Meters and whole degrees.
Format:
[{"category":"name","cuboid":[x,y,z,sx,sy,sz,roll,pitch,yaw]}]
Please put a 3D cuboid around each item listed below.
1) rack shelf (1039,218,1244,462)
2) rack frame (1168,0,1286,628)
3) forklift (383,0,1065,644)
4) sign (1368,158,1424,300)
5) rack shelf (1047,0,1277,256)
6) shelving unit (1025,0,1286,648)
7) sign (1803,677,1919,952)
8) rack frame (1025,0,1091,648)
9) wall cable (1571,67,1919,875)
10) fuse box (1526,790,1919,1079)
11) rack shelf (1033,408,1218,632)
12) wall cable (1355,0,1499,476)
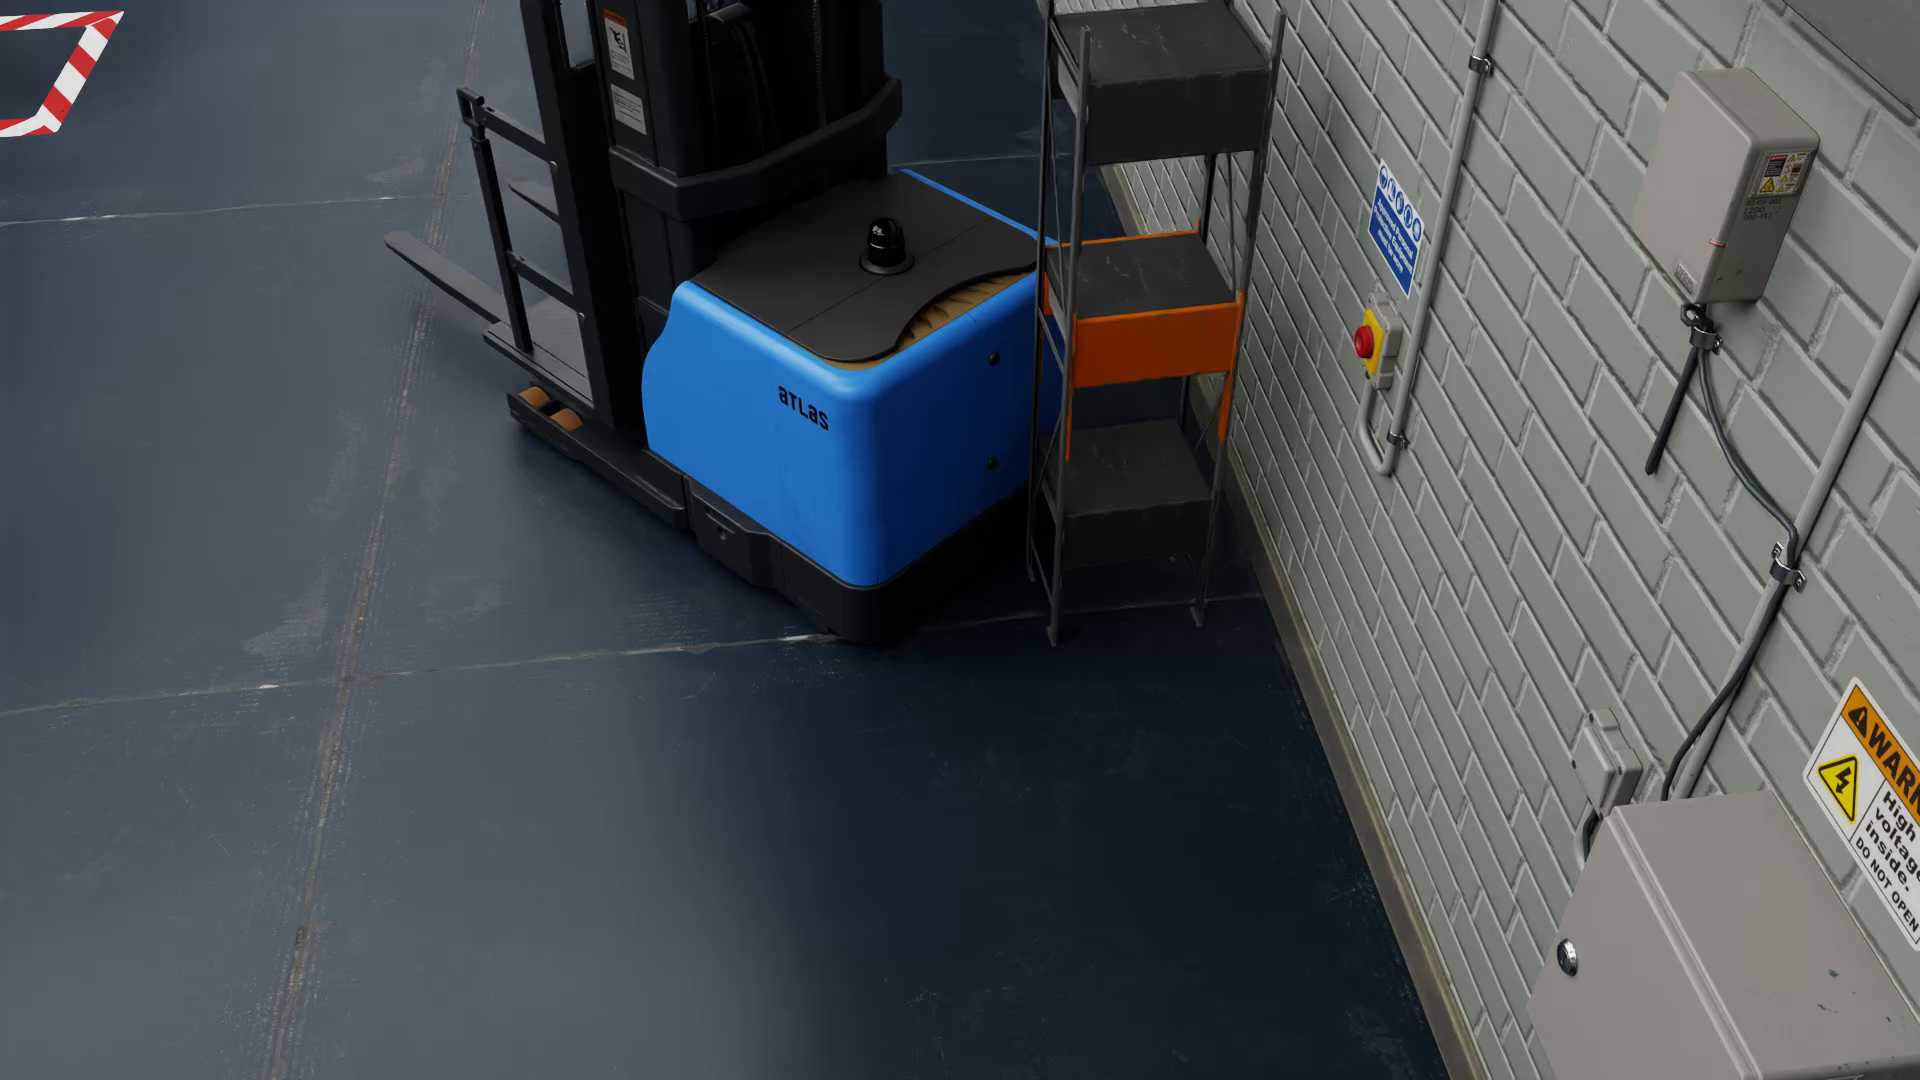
[{"category":"rack shelf","cuboid":[0.507,-0.585,4.851,0.480,0.518,0.431,-7,43,-8]},{"category":"rack frame","cuboid":[0.747,-0.625,4.876,0.015,2.100,0.400,-7,43,-8]},{"category":"forklift","cuboid":[-1.031,-1.627,5.365,3.031,2.935,1.130,32,51,31]},{"category":"sign","cuboid":[1.092,-0.784,4.178,0.001,0.218,0.327,-5,42,-6]},{"category":"rack shelf","cuboid":[0.507,-1.104,4.382,0.480,0.518,0.431,-7,43,-8]},{"category":"shelving unit","cuboid":[0.507,-0.595,4.842,0.503,2.100,0.431,-7,43,-8]},{"category":"sign","cuboid":[1.364,0.400,2.450,0.001,0.242,0.339,-5,42,-6]},{"category":"rack frame","cuboid":[0.267,-0.564,4.808,0.015,2.100,0.400,-7,43,-8]},{"category":"wall cable","cuboid":[1.233,-0.083,2.844,0.122,1.984,0.588,-5,42,-6]},{"category":"fuse box","cuboid":[1.166,1.240,3.098,0.414,1.711,0.539,-5,42,-6]},{"category":"rack shelf","cuboid":[0.507,-0.065,5.320,0.480,0.518,0.431,-7,43,-8]},{"category":"wall cable","cuboid":[1.038,-1.035,3.876,0.123,1.953,0.585,-5,42,-6]}]
